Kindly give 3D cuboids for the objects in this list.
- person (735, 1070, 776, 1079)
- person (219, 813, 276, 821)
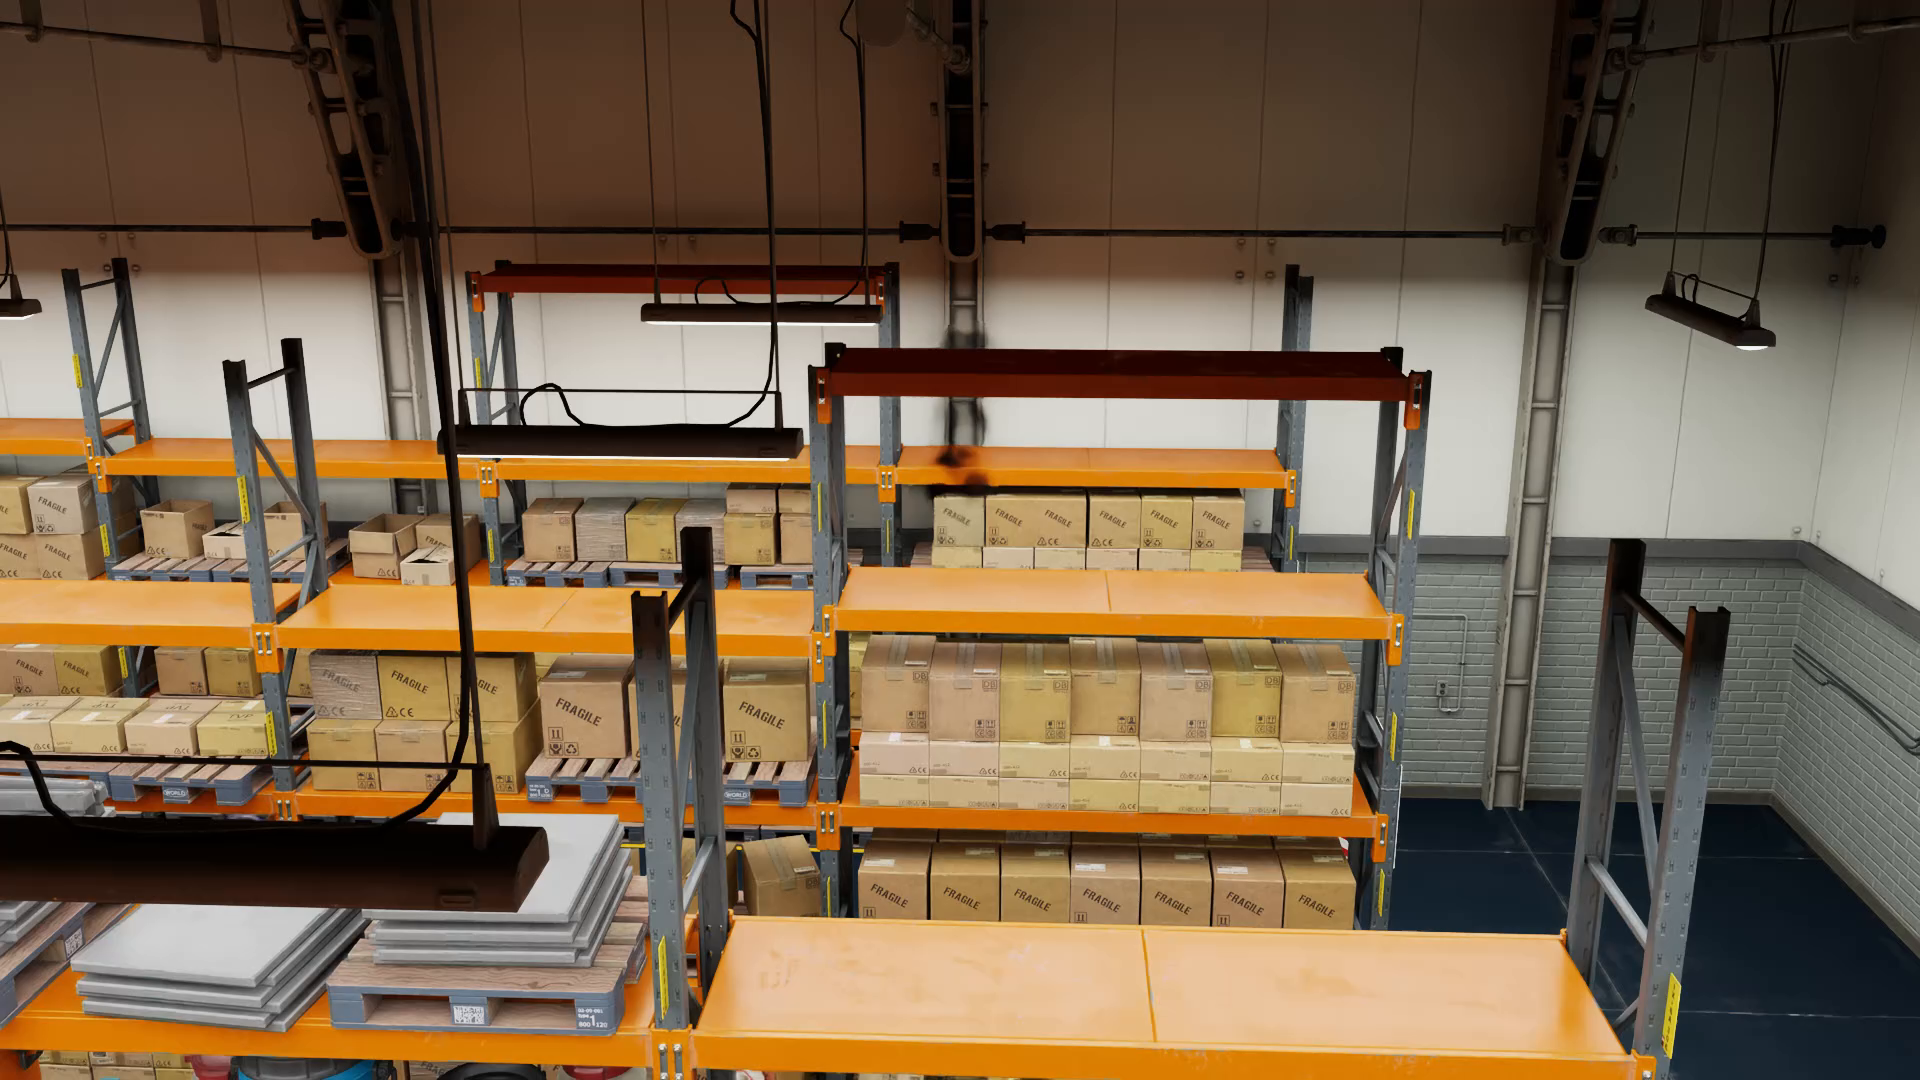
[{"bbox_3d":[-1.312,4.111,11.448,0.921,1.723,0.641,-1,16,-3],"label":"person"},{"bbox_3d":[-6.841,2.891,15.880,0.671,1.575,0.591,-4,17,-13],"label":"person"}]
